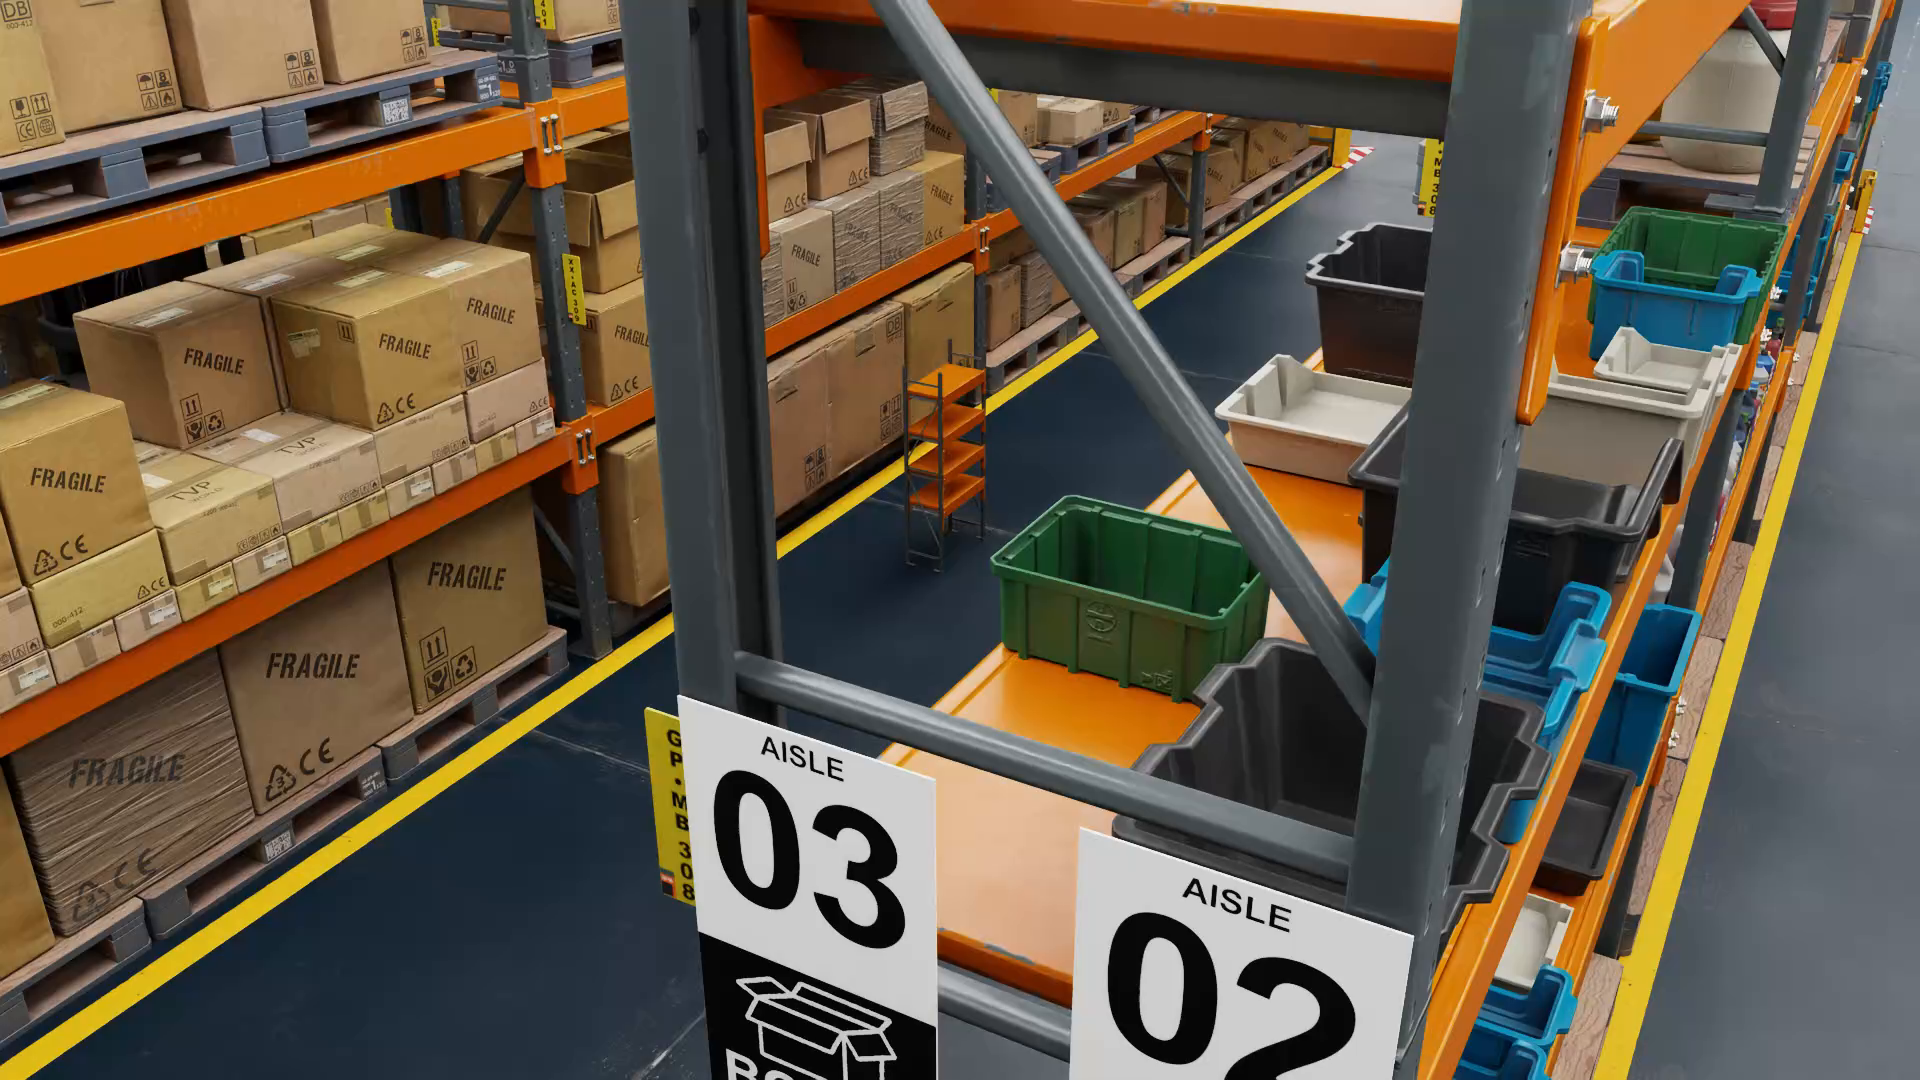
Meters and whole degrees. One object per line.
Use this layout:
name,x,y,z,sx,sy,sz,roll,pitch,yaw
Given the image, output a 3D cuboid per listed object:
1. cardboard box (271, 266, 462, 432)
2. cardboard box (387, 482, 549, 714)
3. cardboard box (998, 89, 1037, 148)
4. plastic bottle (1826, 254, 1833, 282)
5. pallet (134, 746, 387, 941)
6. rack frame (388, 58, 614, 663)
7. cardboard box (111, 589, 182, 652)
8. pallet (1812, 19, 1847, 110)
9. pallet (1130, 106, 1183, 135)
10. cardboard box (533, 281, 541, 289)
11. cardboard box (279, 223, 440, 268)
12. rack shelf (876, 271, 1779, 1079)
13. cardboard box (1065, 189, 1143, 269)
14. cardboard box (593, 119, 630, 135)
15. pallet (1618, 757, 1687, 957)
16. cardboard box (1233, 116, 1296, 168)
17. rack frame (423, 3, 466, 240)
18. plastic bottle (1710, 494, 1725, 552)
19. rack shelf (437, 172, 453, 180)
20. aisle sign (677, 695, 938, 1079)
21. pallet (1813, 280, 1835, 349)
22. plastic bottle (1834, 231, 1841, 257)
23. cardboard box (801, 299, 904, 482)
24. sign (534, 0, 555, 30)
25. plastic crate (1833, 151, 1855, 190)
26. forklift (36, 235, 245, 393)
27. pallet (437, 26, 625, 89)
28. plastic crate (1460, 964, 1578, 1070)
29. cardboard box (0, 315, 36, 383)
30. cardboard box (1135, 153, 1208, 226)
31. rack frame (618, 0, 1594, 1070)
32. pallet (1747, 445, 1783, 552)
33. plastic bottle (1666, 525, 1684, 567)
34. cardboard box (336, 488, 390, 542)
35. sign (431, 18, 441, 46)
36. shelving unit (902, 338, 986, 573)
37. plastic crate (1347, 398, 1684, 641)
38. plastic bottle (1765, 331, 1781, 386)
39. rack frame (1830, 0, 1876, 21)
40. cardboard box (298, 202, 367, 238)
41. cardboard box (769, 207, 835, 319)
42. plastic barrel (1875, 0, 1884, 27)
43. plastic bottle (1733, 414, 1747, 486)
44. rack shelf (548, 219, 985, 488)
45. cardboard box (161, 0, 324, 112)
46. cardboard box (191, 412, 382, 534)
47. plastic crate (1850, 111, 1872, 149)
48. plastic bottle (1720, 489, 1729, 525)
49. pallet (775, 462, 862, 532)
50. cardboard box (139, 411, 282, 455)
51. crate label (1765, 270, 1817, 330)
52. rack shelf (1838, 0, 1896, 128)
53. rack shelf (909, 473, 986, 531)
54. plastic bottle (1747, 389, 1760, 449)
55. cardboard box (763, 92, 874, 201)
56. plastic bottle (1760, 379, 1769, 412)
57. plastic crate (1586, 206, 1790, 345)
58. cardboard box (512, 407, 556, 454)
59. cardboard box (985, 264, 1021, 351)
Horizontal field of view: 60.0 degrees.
cardboard box,-2.499,-0.818,7.031,0.500,0.500,0.500,15,30,27
cardboard box,-2.650,0.153,7.998,0.875,0.875,0.875,14,30,26
cardboard box,0.130,-3.099,12.010,0.700,0.500,0.500,19,32,33
plastic bottle,6.960,-2.210,13.357,0.061,0.283,0.133,16,31,28
pallet,-3.297,1.154,7.208,1.003,0.211,1.213,14,30,26
rack frame,-2.256,-0.849,8.095,1.000,3.000,0.127,14,30,26
cardboard box,-3.131,0.255,6.171,0.380,0.149,0.250,14,30,26
pallet,3.562,-2.298,7.849,1.003,0.211,1.213,14,30,26
pallet,1.177,-3.615,13.835,1.003,0.211,1.213,14,30,26
cardboard box,-2.264,-1.136,8.557,0.500,0.500,0.500,14,30,26
cardboard box,-2.714,-1.120,7.634,0.500,0.500,0.500,14,30,26
rack shelf,1.072,0.001,3.849,1.077,0.370,4.000,14,30,26
cardboard box,1.108,-2.629,13.953,0.700,0.500,0.500,14,30,26
cardboard box,-3.294,-3.643,15.721,1.050,0.750,0.750,14,30,26
pallet,2.472,1.197,7.123,1.003,0.211,1.213,14,30,26
cardboard box,3.061,-4.116,16.944,0.500,0.500,0.500,24,35,39
rack frame,-4.557,-3.540,13.470,1.000,3.000,0.127,14,30,26
plastic bottle,3.045,-0.101,6.732,0.061,0.283,0.133,14,30,26
rack shelf,-5.541,-2.438,12.074,1.077,0.370,4.000,14,30,26
aisle sign,-0.202,0.602,2.293,0.394,0.787,0.004,14,30,26
pallet,6.358,-1.882,13.273,1.003,0.211,1.213,14,30,26
plastic bottle,7.290,-2.509,13.963,0.152,0.276,0.135,14,30,26
cardboard box,-1.091,-1.036,10.372,1.225,0.875,0.875,14,30,26
sign,-1.772,-2.335,7.047,0.100,0.325,0.005,14,30,26
plastic crate,5.720,-2.371,11.153,0.392,0.384,0.575,14,30,26
forklift,-4.350,-1.503,9.477,1.130,2.935,3.031,8,28,16
pallet,-1.848,-2.473,8.202,0.805,0.209,1.217,13,29,24
plastic crate,1.292,1.195,4.132,0.416,0.233,0.300,14,30,26
cardboard box,-6.380,-1.395,11.508,0.500,0.500,0.500,14,30,25
cardboard box,1.911,-3.184,15.083,0.500,0.500,0.500,13,29,25
rack frame,0.088,-0.882,1.459,1.000,3.000,0.127,14,30,26
pallet,4.439,-0.364,10.241,1.003,0.211,1.213,14,30,26
plastic bottle,2.796,0.058,6.422,0.152,0.276,0.135,14,30,26
cardboard box,-2.627,-0.145,6.968,0.380,0.149,0.250,15,30,27
sign,-4.080,-3.906,12.997,0.100,0.325,0.005,14,30,26
shelving unit,-0.081,-0.472,9.353,0.258,1.200,0.503,14,30,26
plastic crate,1.079,-0.048,3.213,0.504,0.338,0.767,14,30,26
plastic bottle,4.083,-0.924,8.374,0.061,0.283,0.133,14,30,26
rack frame,4.024,-4.000,7.688,1.000,3.000,0.127,14,30,26
cardboard box,-4.904,-2.421,12.722,0.500,0.250,0.500,15,30,27
cardboard box,-1.069,-1.612,9.507,0.500,0.500,0.500,15,30,27
plastic barrel,4.617,-3.155,8.791,0.600,0.901,0.600,0,27,0
plastic bottle,3.363,-0.421,7.296,0.144,0.351,0.185,14,30,26
rack shelf,-1.272,-1.307,9.813,1.077,0.370,4.000,14,30,26
cardboard box,-2.857,-1.941,6.232,0.700,0.500,0.500,16,31,29
cardboard box,-2.748,-0.284,6.802,0.500,0.250,0.500,15,30,27
plastic crate,6.905,-3.248,13.125,0.450,0.188,0.662,14,30,26
plastic bottle,3.152,-0.166,6.953,0.097,0.201,0.097,0,27,0
pallet,-1.343,-0.397,10.307,1.003,0.211,1.213,14,30,26
cardboard box,-3.214,-0.394,7.021,0.500,0.250,0.500,15,30,27
crate label,4.557,-1.324,9.231,0.303,0.233,0.416,14,30,26
rack shelf,5.008,-3.116,10.077,1.077,0.370,4.000,14,30,26
rack shelf,-0.081,-0.234,9.472,0.258,0.148,0.480,14,30,26
plastic bottle,3.634,-0.568,7.664,0.061,0.283,0.133,14,30,26
cardboard box,-0.985,-2.366,9.894,0.797,0.503,0.637,15,30,27
plastic bottle,3.866,-0.732,8.084,0.097,0.201,0.097,0,27,0
plastic crate,2.111,-0.773,4.830,0.450,0.188,0.662,14,30,26
cardboard box,-2.121,-0.546,7.770,0.380,0.149,0.250,14,30,26
cardboard box,0.024,-1.752,12.201,0.700,0.500,0.500,13,29,23
